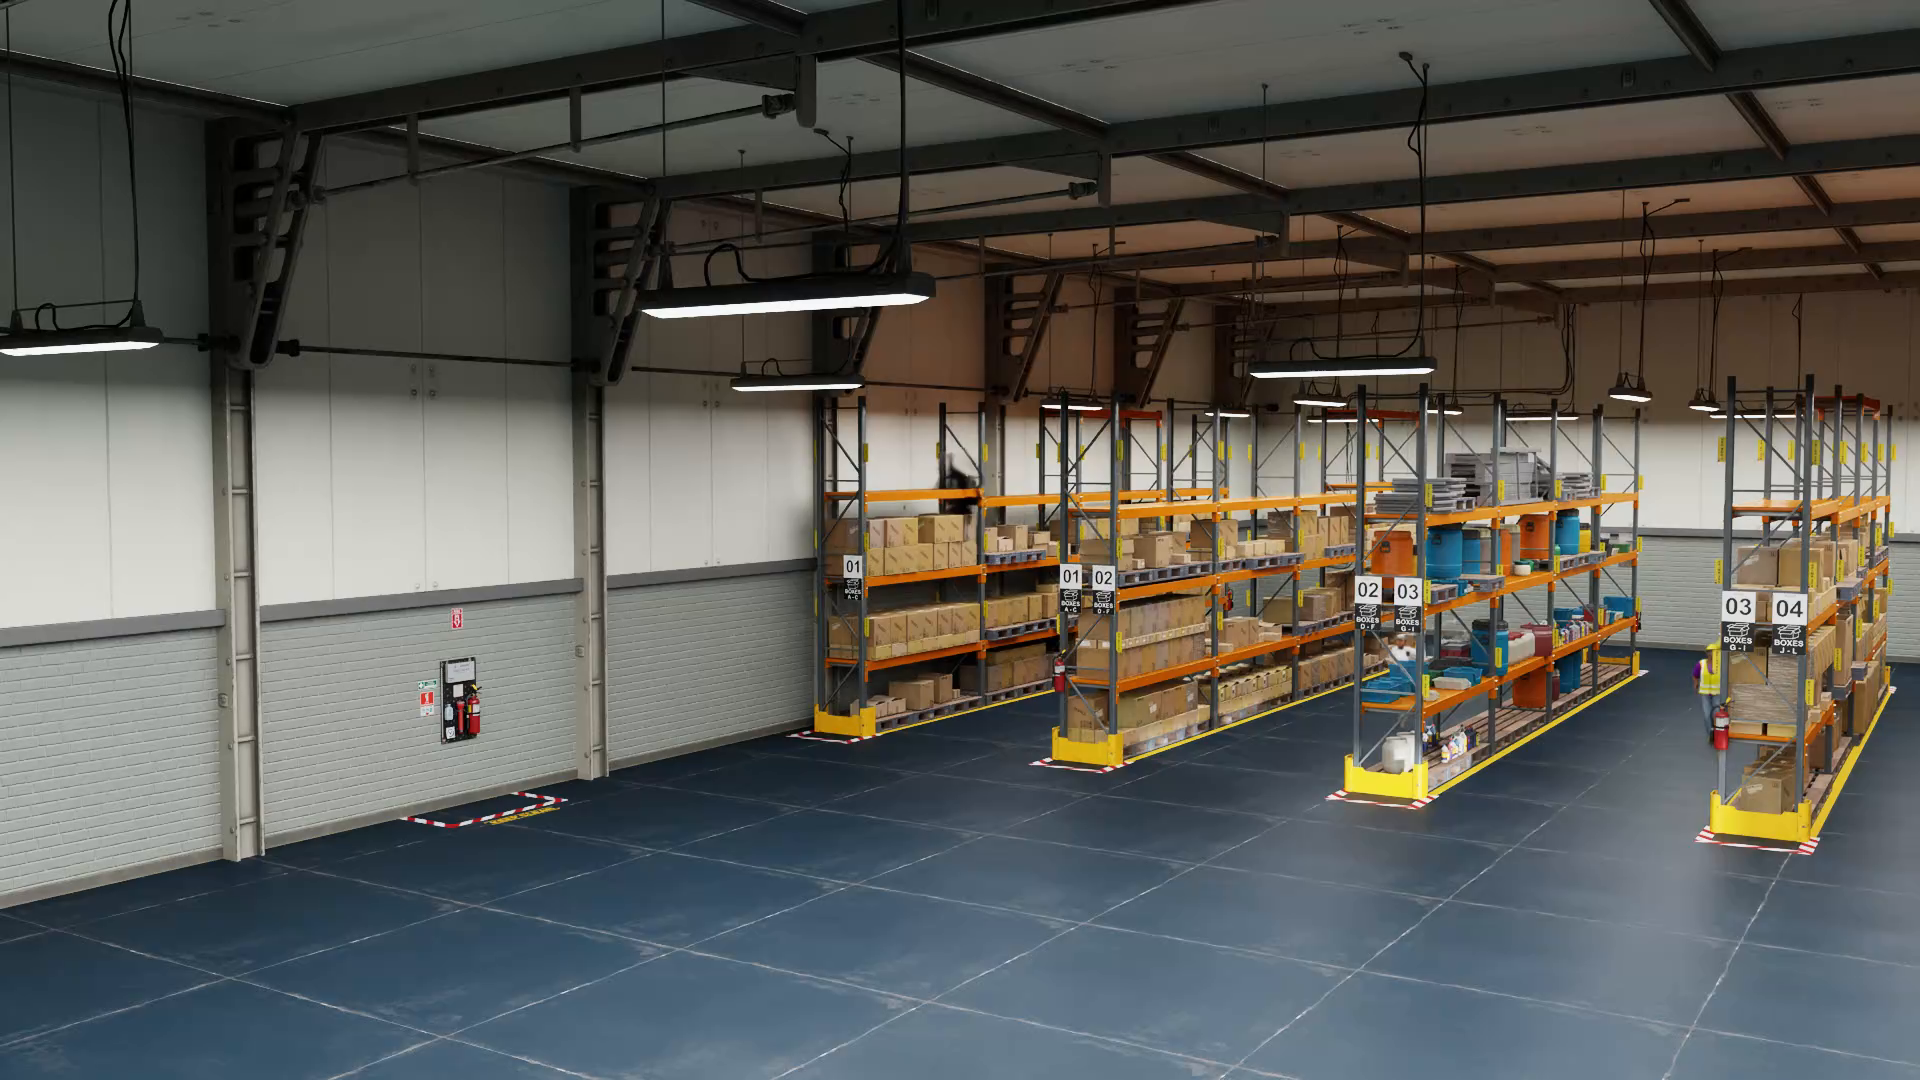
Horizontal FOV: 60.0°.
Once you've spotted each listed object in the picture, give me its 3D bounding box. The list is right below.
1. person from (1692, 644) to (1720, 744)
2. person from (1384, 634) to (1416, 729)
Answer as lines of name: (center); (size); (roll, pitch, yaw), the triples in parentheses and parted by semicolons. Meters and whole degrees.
person: (12.866, 2.641, 28.445); (0.674, 1.719, 0.569); (2, 4, 36)
person: (8.072, 2.568, 30.450); (0.588, 1.718, 0.718); (2, 4, 31)
